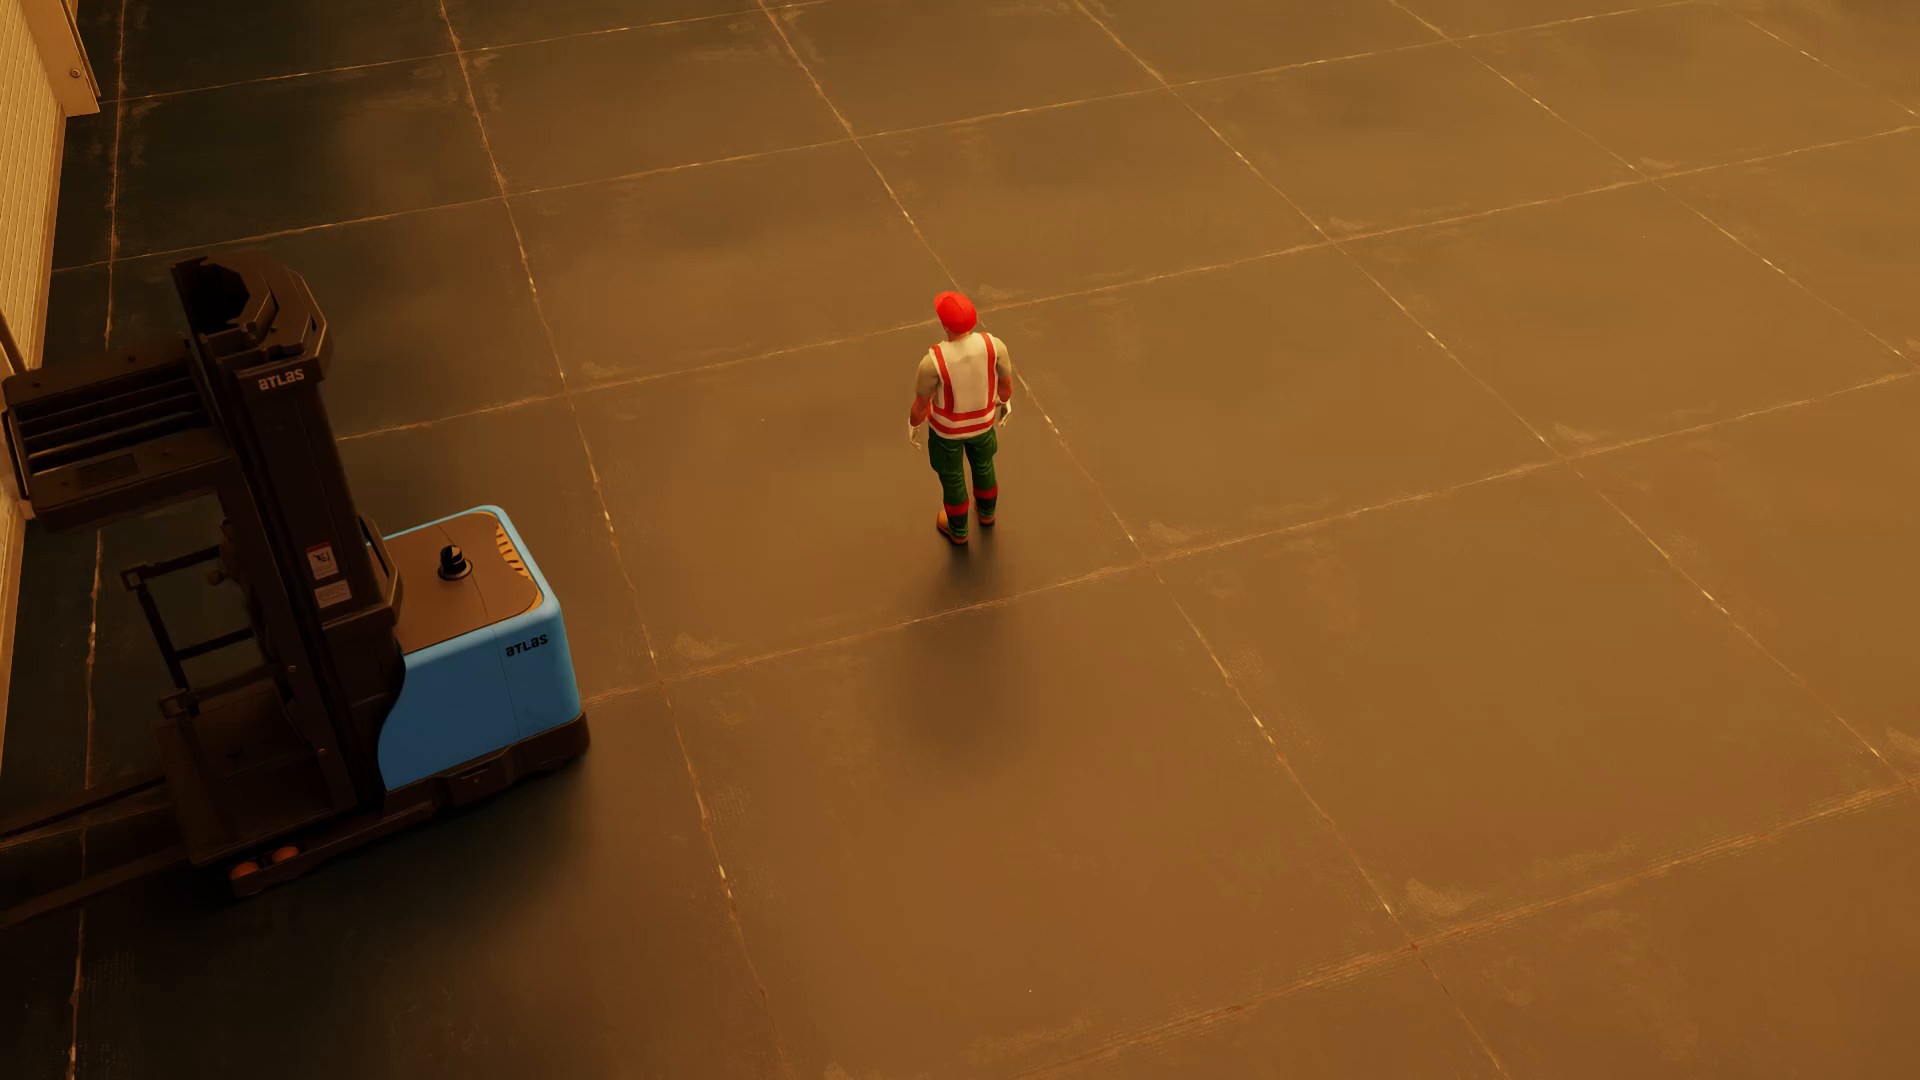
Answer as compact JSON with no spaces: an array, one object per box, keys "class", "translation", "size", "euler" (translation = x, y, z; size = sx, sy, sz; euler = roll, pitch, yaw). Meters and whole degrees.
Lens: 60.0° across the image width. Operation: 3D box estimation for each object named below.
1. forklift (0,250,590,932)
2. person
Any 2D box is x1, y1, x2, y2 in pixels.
[{"class":"forklift","translation":[-3.508,0.236,7.715],"size":[3.031,2.935,1.130],"euler":[-21,44,-23]},{"class":"person","translation":[-0.018,-0.742,9.757],"size":[0.638,1.789,0.562],"euler":[-13,42,-15]}]
